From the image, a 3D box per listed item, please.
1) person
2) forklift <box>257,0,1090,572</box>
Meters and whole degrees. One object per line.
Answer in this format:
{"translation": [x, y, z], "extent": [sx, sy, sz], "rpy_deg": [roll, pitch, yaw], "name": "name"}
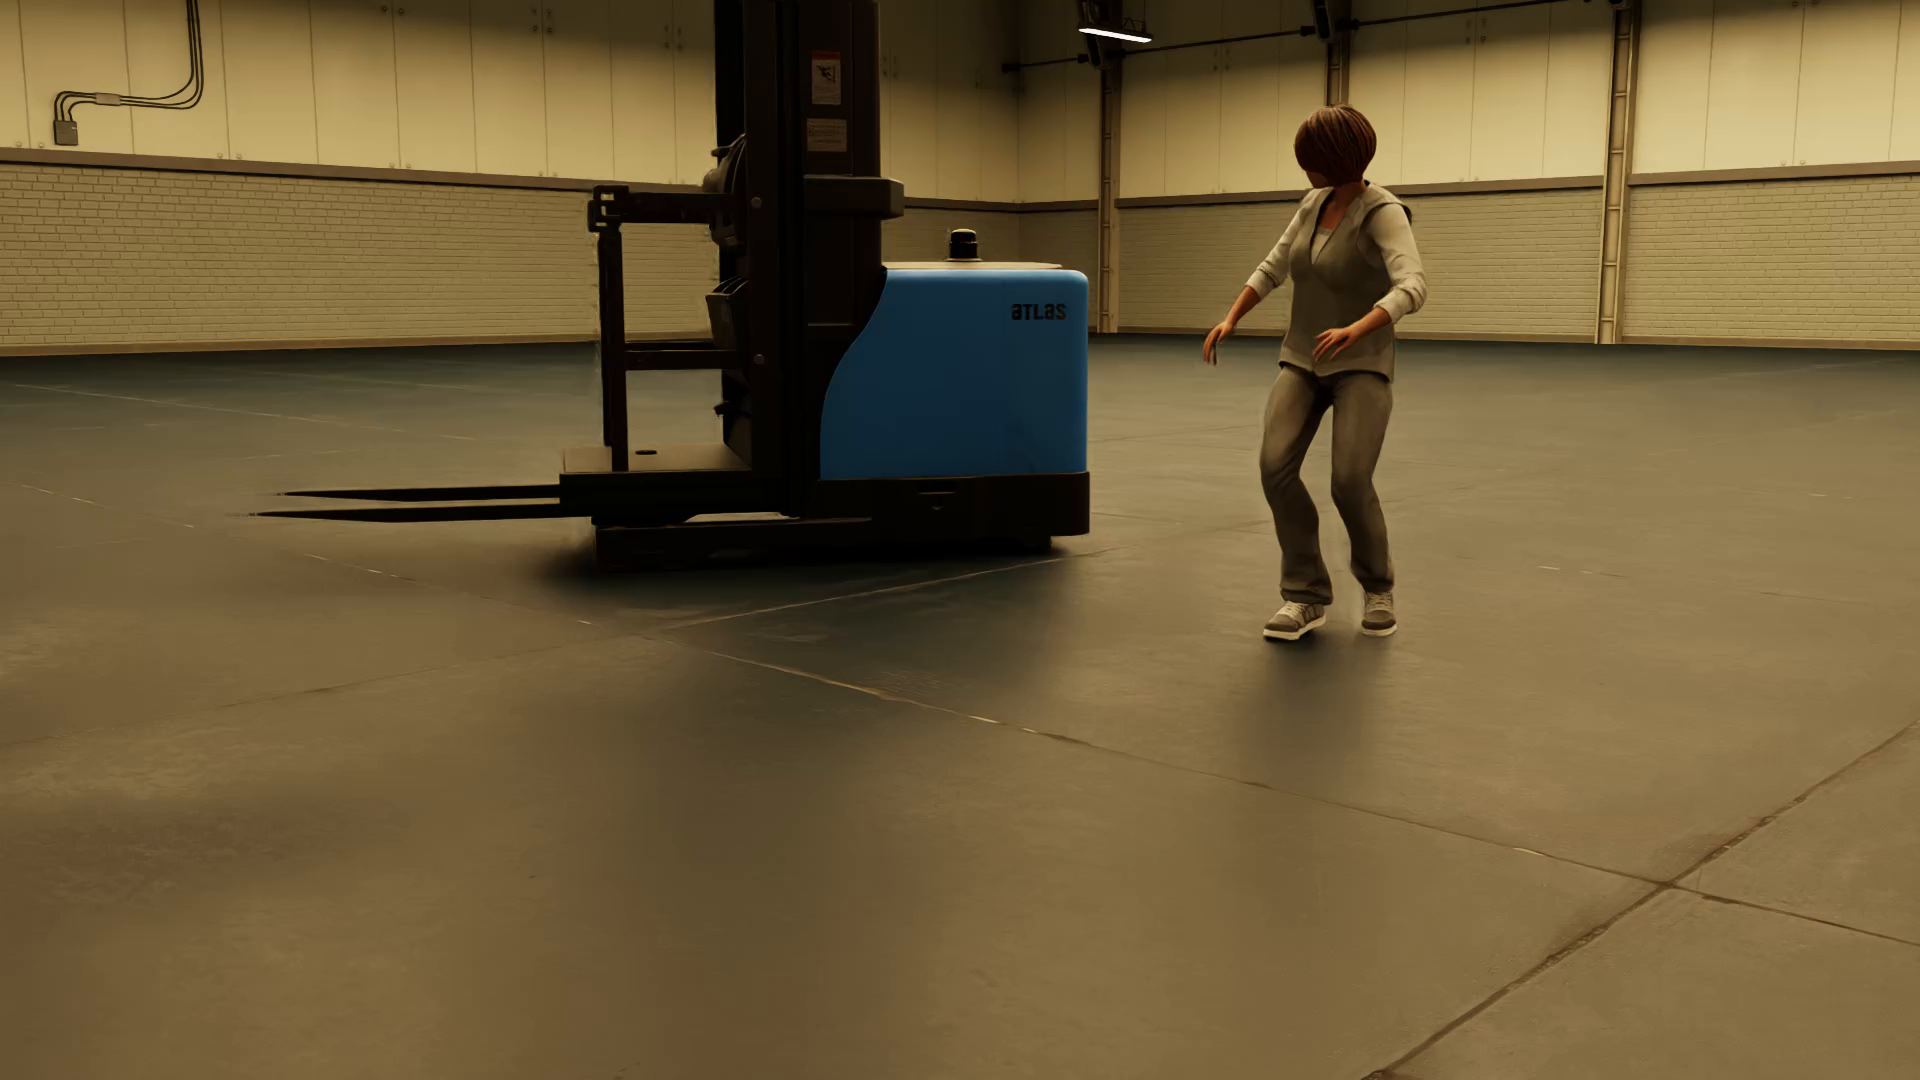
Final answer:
{"translation": [1.020, -0.468, 4.769], "extent": [0.676, 1.513, 0.648], "rpy_deg": [8, 12, 43], "name": "person"}
{"translation": [-1.072, -1.422, 6.315], "extent": [3.031, 2.935, 1.130], "rpy_deg": [-2, 9, -13], "name": "forklift"}
